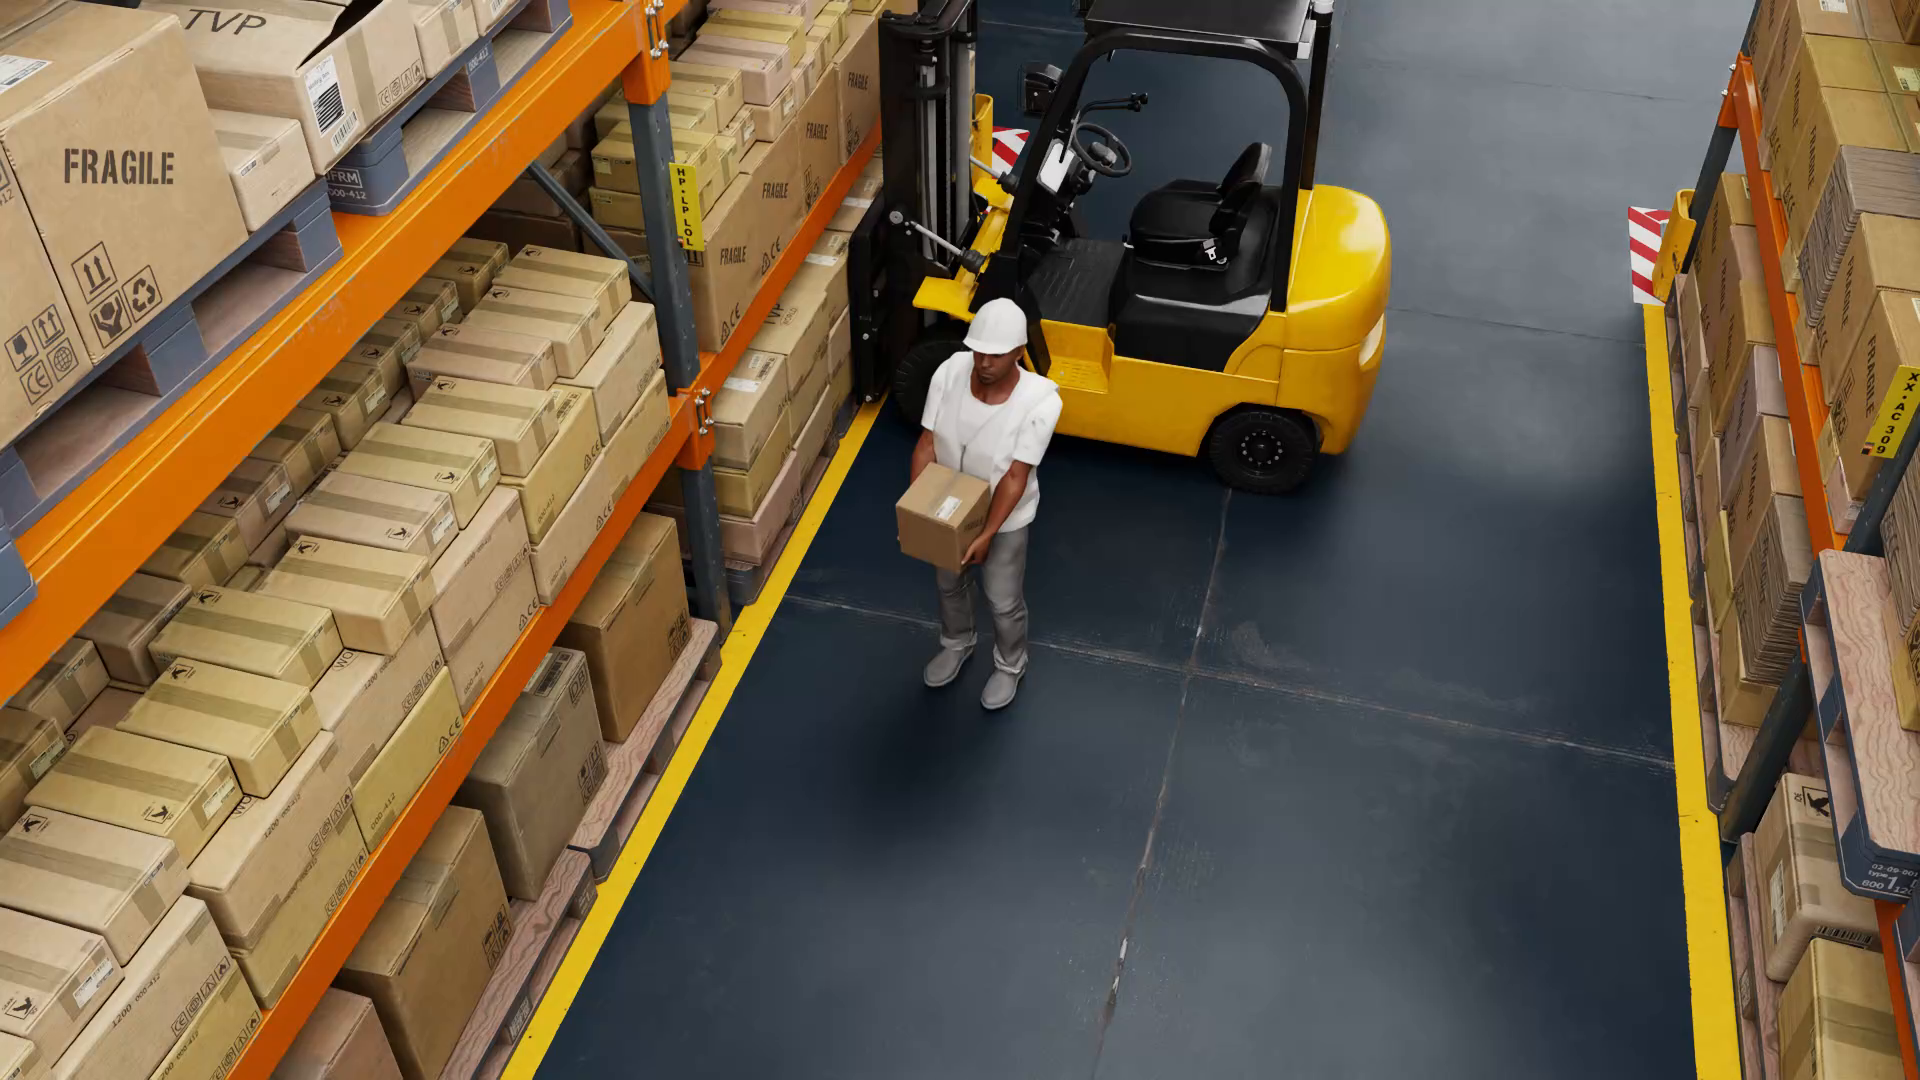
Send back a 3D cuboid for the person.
[{"bbox_3d":[0.049,-0.063,6.217,0.504,1.760,0.584,20,45,22],"label":"person"}]
